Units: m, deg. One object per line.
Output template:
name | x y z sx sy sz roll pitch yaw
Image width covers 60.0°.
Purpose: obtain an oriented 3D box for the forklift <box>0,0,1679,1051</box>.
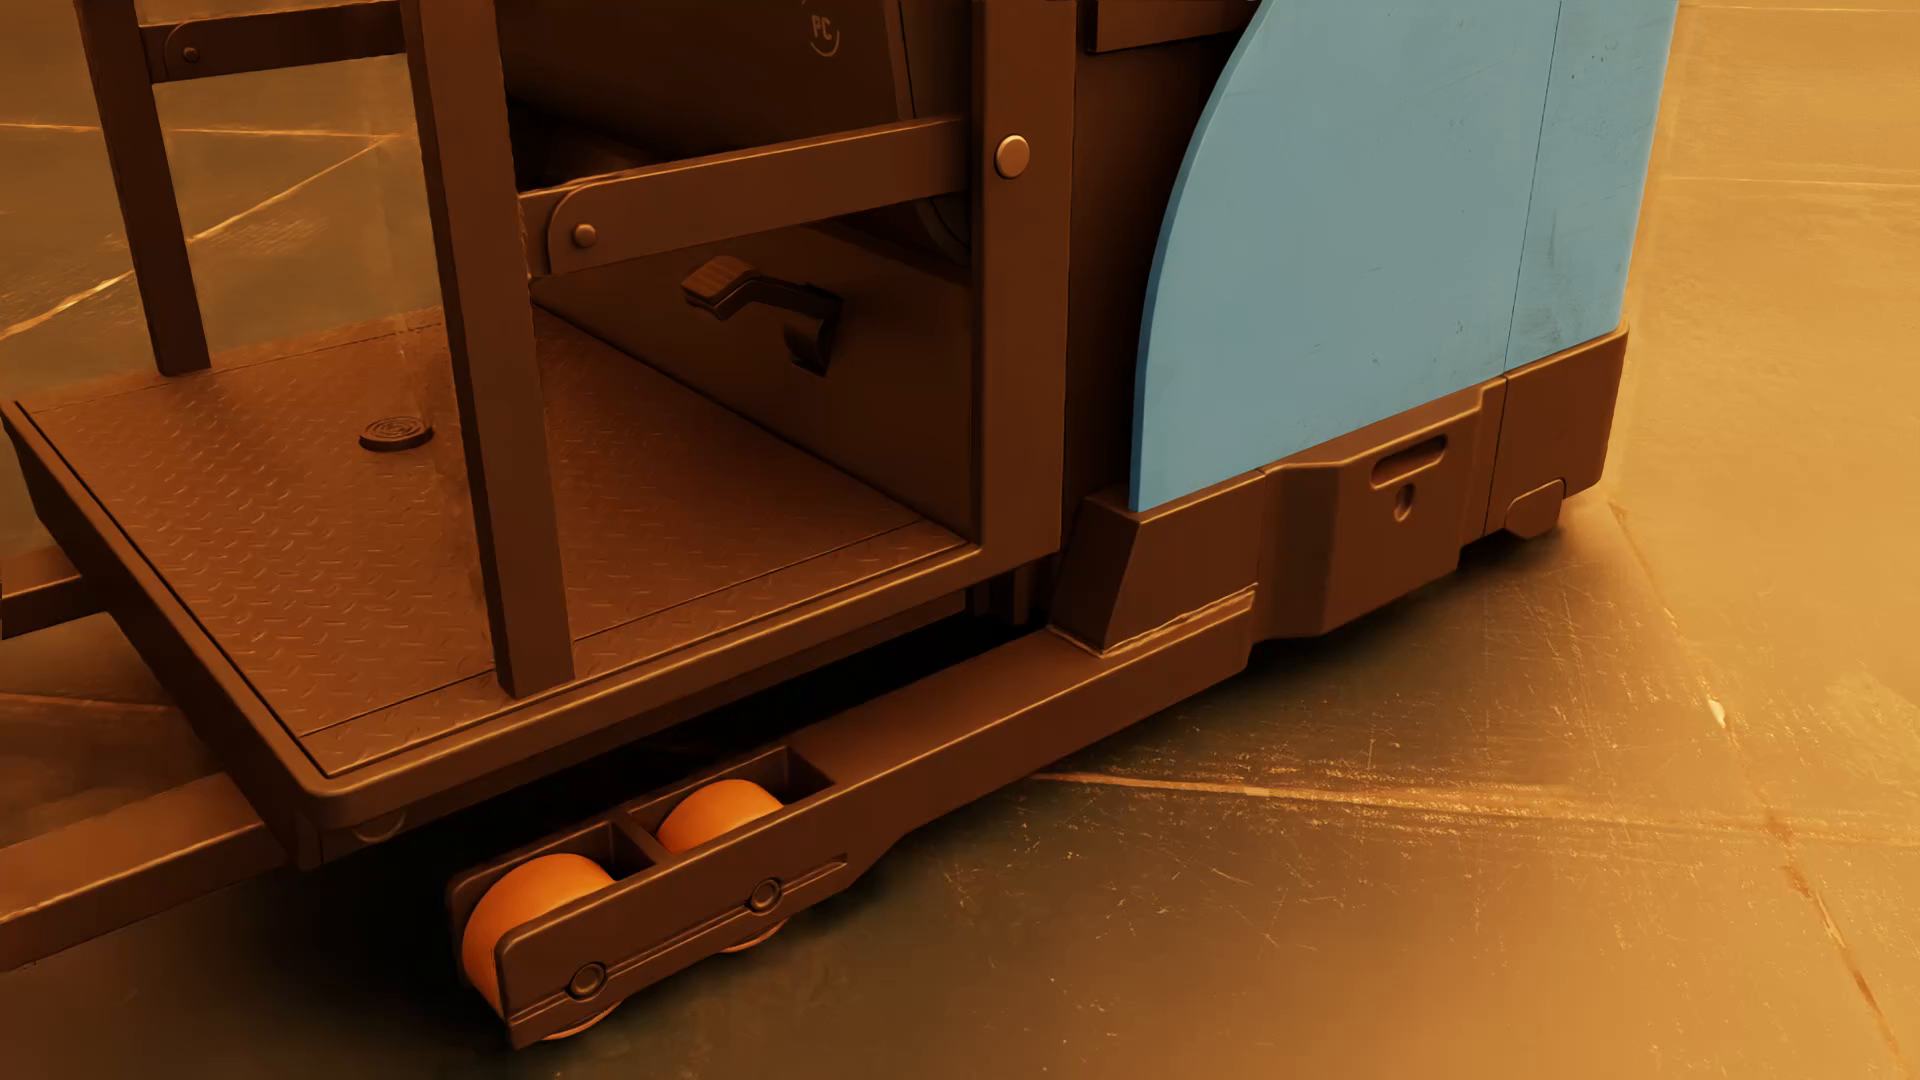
forklift | -0.475 -1.111 1.443 3.031 2.935 1.130 -20 33 -34
